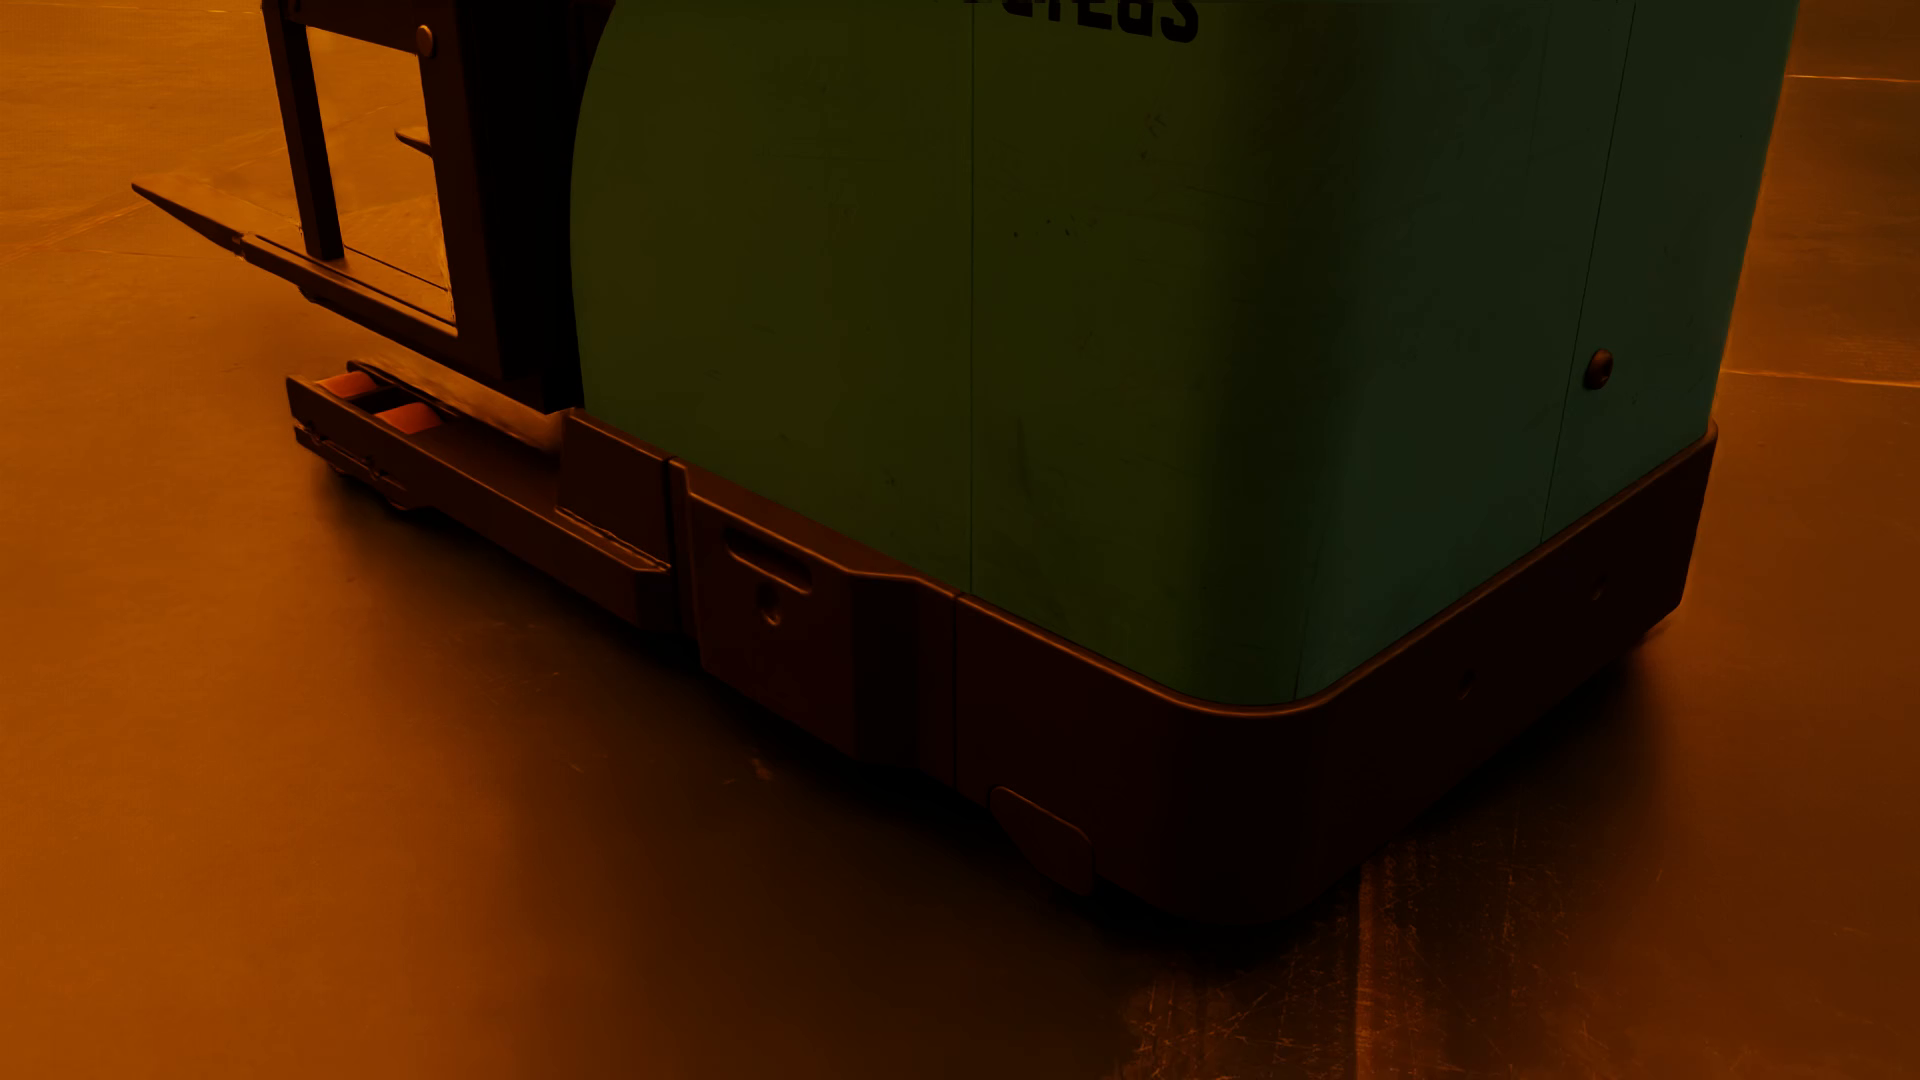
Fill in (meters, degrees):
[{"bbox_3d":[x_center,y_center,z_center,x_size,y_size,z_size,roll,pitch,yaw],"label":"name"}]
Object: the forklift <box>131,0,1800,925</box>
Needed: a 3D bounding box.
[{"bbox_3d":[-0.443,-1.500,2.219,3.031,2.935,1.130,24,35,39],"label":"forklift"}]
